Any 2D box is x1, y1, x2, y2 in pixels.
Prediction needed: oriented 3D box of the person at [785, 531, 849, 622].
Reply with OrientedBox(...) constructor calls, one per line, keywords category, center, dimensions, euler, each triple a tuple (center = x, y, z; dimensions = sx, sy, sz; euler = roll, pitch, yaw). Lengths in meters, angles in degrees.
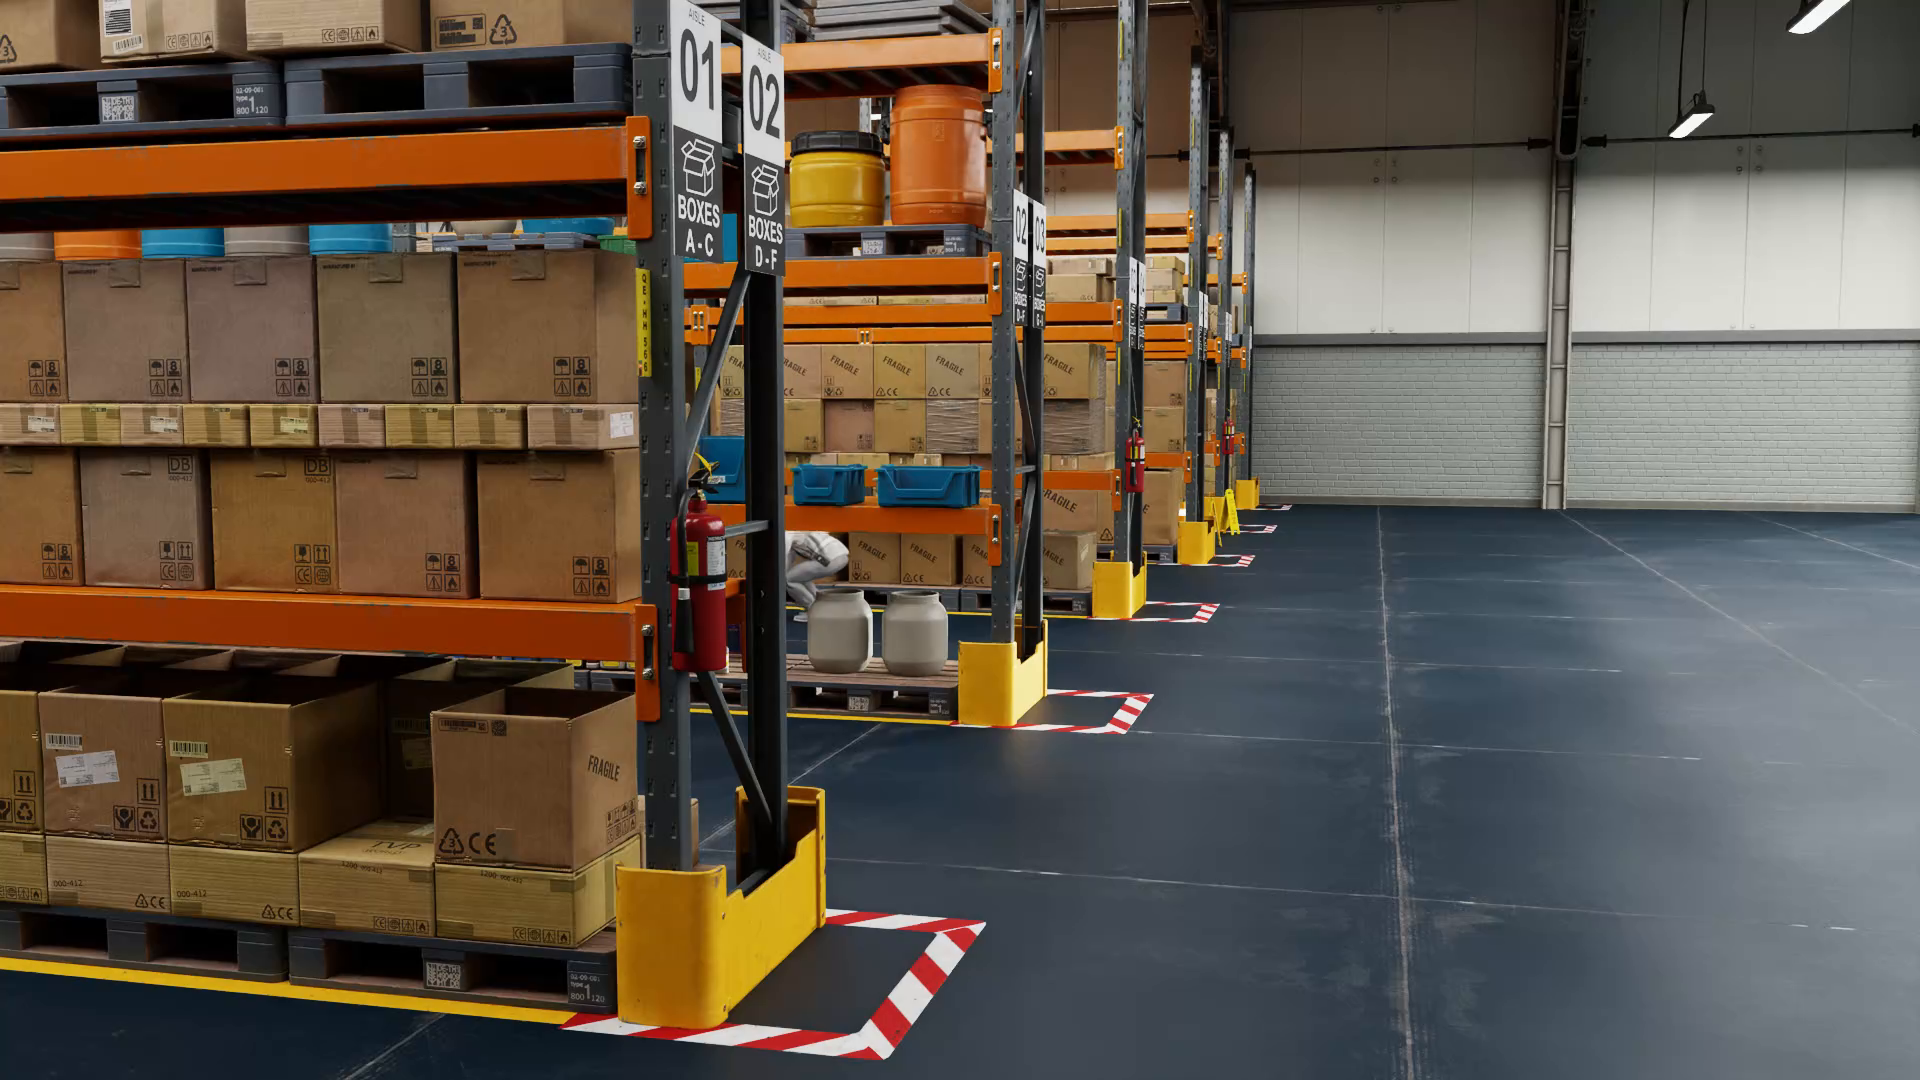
OrientedBox(category="person", center=(-1.410, 0.203, 14.663), dimensions=(0.837, 1.028, 0.497), euler=(1, 5, 13))
